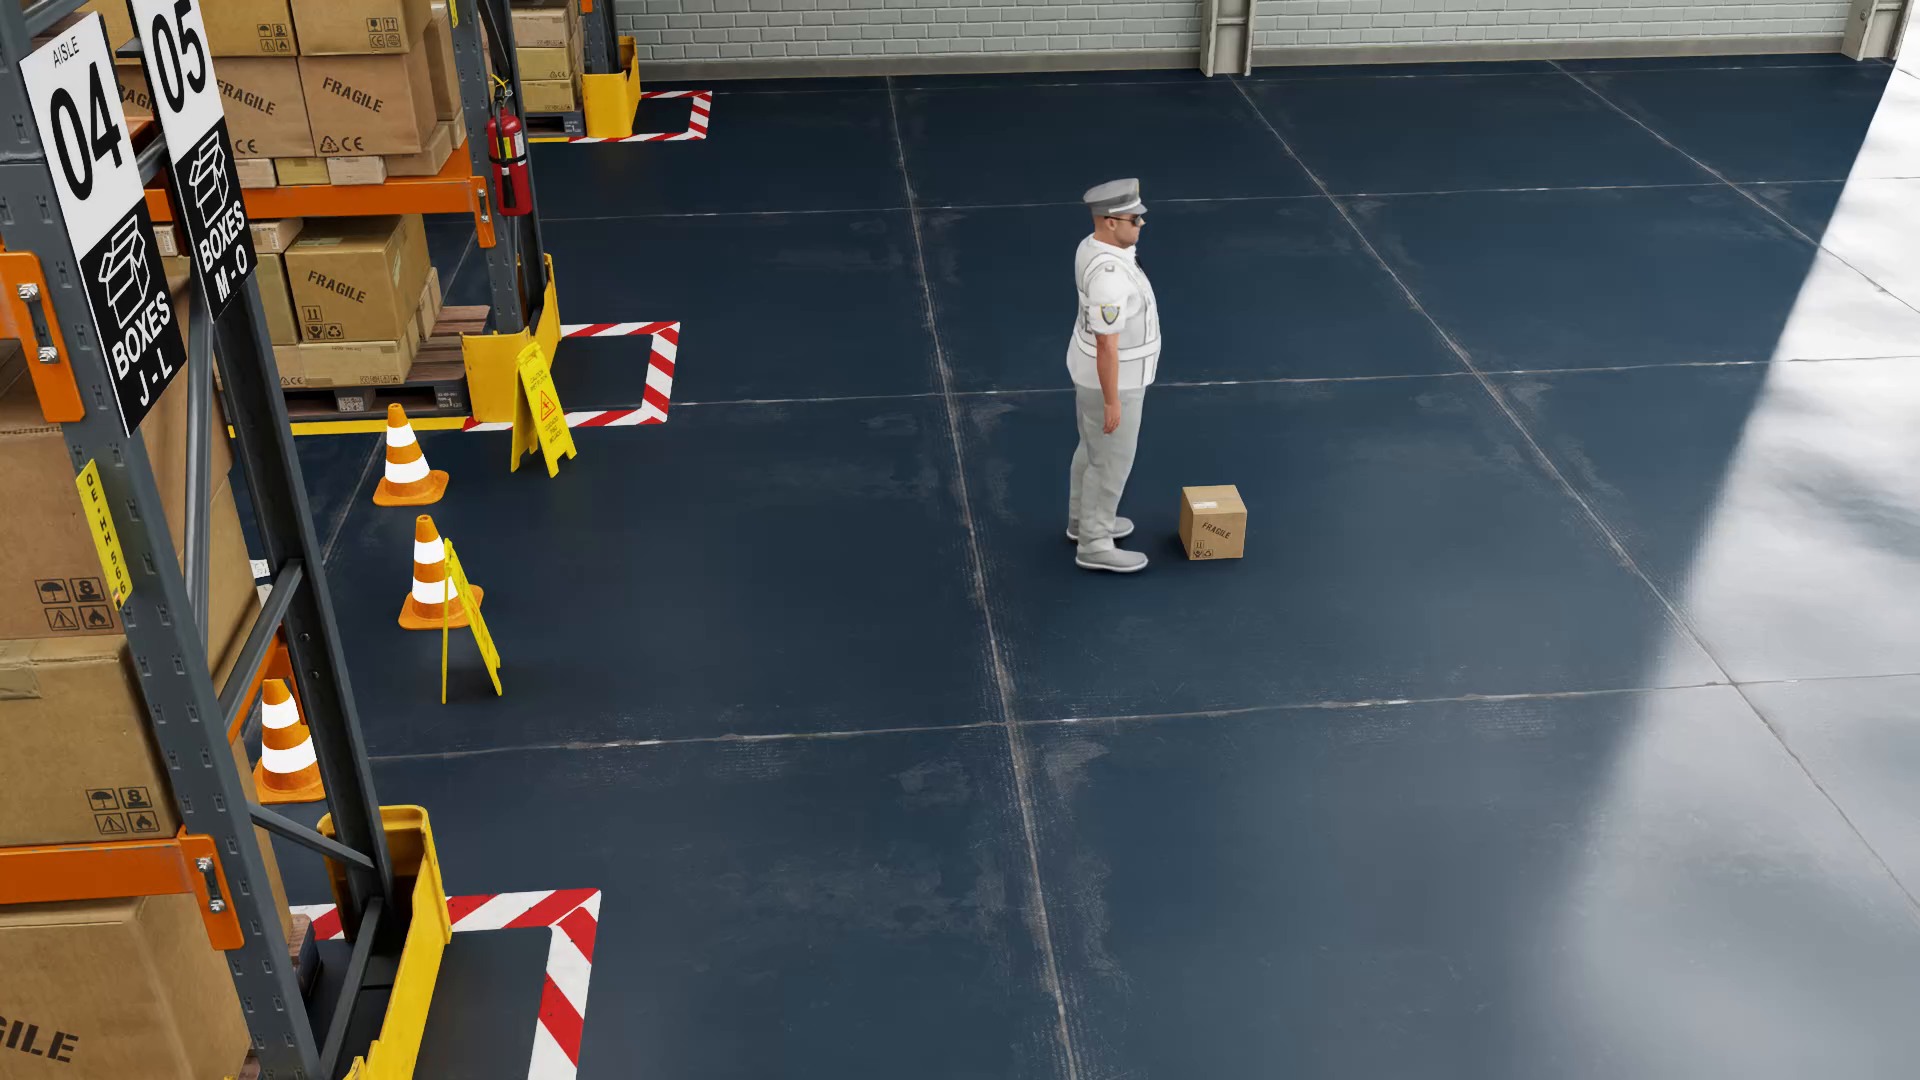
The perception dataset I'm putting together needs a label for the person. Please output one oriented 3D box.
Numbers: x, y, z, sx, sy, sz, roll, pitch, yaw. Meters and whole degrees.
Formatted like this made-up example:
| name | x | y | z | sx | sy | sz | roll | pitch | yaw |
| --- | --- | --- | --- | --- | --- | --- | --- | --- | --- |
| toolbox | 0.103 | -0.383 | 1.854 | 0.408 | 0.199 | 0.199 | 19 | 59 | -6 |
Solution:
| name | x | y | z | sx | sy | sz | roll | pitch | yaw |
| --- | --- | --- | --- | --- | --- | --- | --- | --- | --- |
| person | 0.669 | -0.720 | 7.289 | 0.394 | 1.765 | 0.539 | -2 | 31 | -4 |
